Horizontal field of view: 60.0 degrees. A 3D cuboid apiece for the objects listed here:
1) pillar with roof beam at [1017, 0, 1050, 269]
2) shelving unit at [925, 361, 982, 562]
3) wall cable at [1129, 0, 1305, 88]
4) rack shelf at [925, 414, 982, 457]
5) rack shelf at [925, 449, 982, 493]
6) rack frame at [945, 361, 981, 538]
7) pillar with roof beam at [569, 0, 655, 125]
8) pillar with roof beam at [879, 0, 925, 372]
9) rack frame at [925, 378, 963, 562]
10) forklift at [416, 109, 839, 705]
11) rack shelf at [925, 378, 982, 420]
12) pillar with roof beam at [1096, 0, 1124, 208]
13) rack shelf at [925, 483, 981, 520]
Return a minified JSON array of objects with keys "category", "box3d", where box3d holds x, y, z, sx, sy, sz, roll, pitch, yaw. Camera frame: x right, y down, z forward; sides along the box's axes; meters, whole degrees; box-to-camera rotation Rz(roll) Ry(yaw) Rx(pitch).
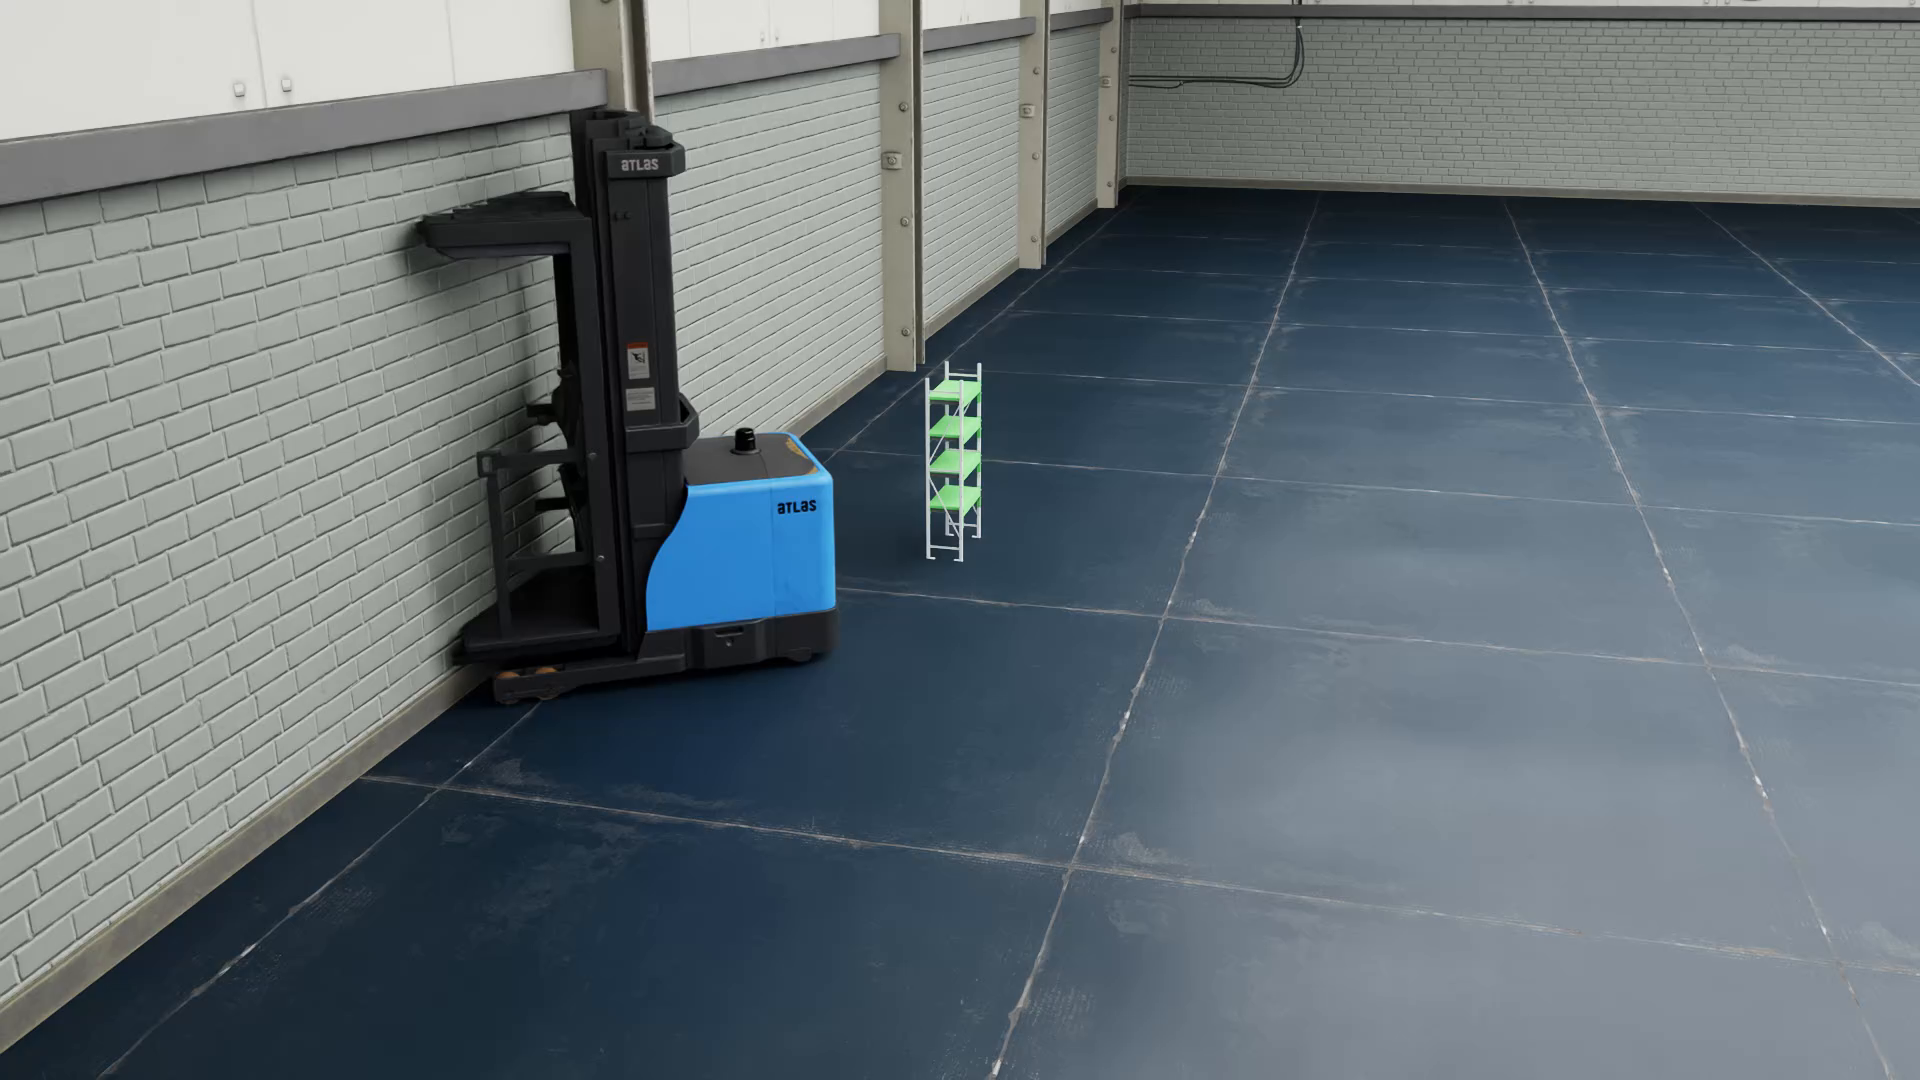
[{"category":"pillar with roof beam","box3d":[5.101,-7.484,19.175,9.100,9.000,0.400,5,19,13]},{"category":"shelving unit","box3d":[-0.040,-0.516,10.842,0.258,1.200,0.503,5,19,13]},{"category":"wall cable","box3d":[4.395,-9.054,28.576,3.097,2.526,0.112,5,19,13]},{"category":"rack shelf","box3d":[-0.040,-0.683,10.785,0.258,0.148,0.480,5,19,13]},{"category":"rack shelf","box3d":[-0.040,-0.455,10.862,0.258,0.148,0.480,5,19,13]},{"category":"rack frame","box3d":[0.019,-0.592,11.066,0.240,1.200,0.015,5,19,13]},{"category":"pillar with roof beam","box3d":[2.169,-3.722,8.164,9.100,9.000,0.400,5,19,13]},{"category":"pillar with roof beam","box3d":[3.635,-5.603,13.670,9.100,9.000,0.400,5,19,13]},{"category":"rack frame","box3d":[-0.100,-0.439,10.618,0.240,1.200,0.015,5,19,13]},{"category":"forklift","box3d":[-2.247,-0.720,8.761,3.031,2.935,1.130,-6,20,-17]},{"category":"rack shelf","box3d":[-0.040,-0.910,10.707,0.258,0.148,0.480,5,19,13]},{"category":"pillar with roof beam","box3d":[6.567,-9.364,24.681,9.100,9.000,0.400,5,19,13]},{"category":"rack shelf","box3d":[-0.040,-0.228,10.940,0.258,0.148,0.480,5,19,13]}]
